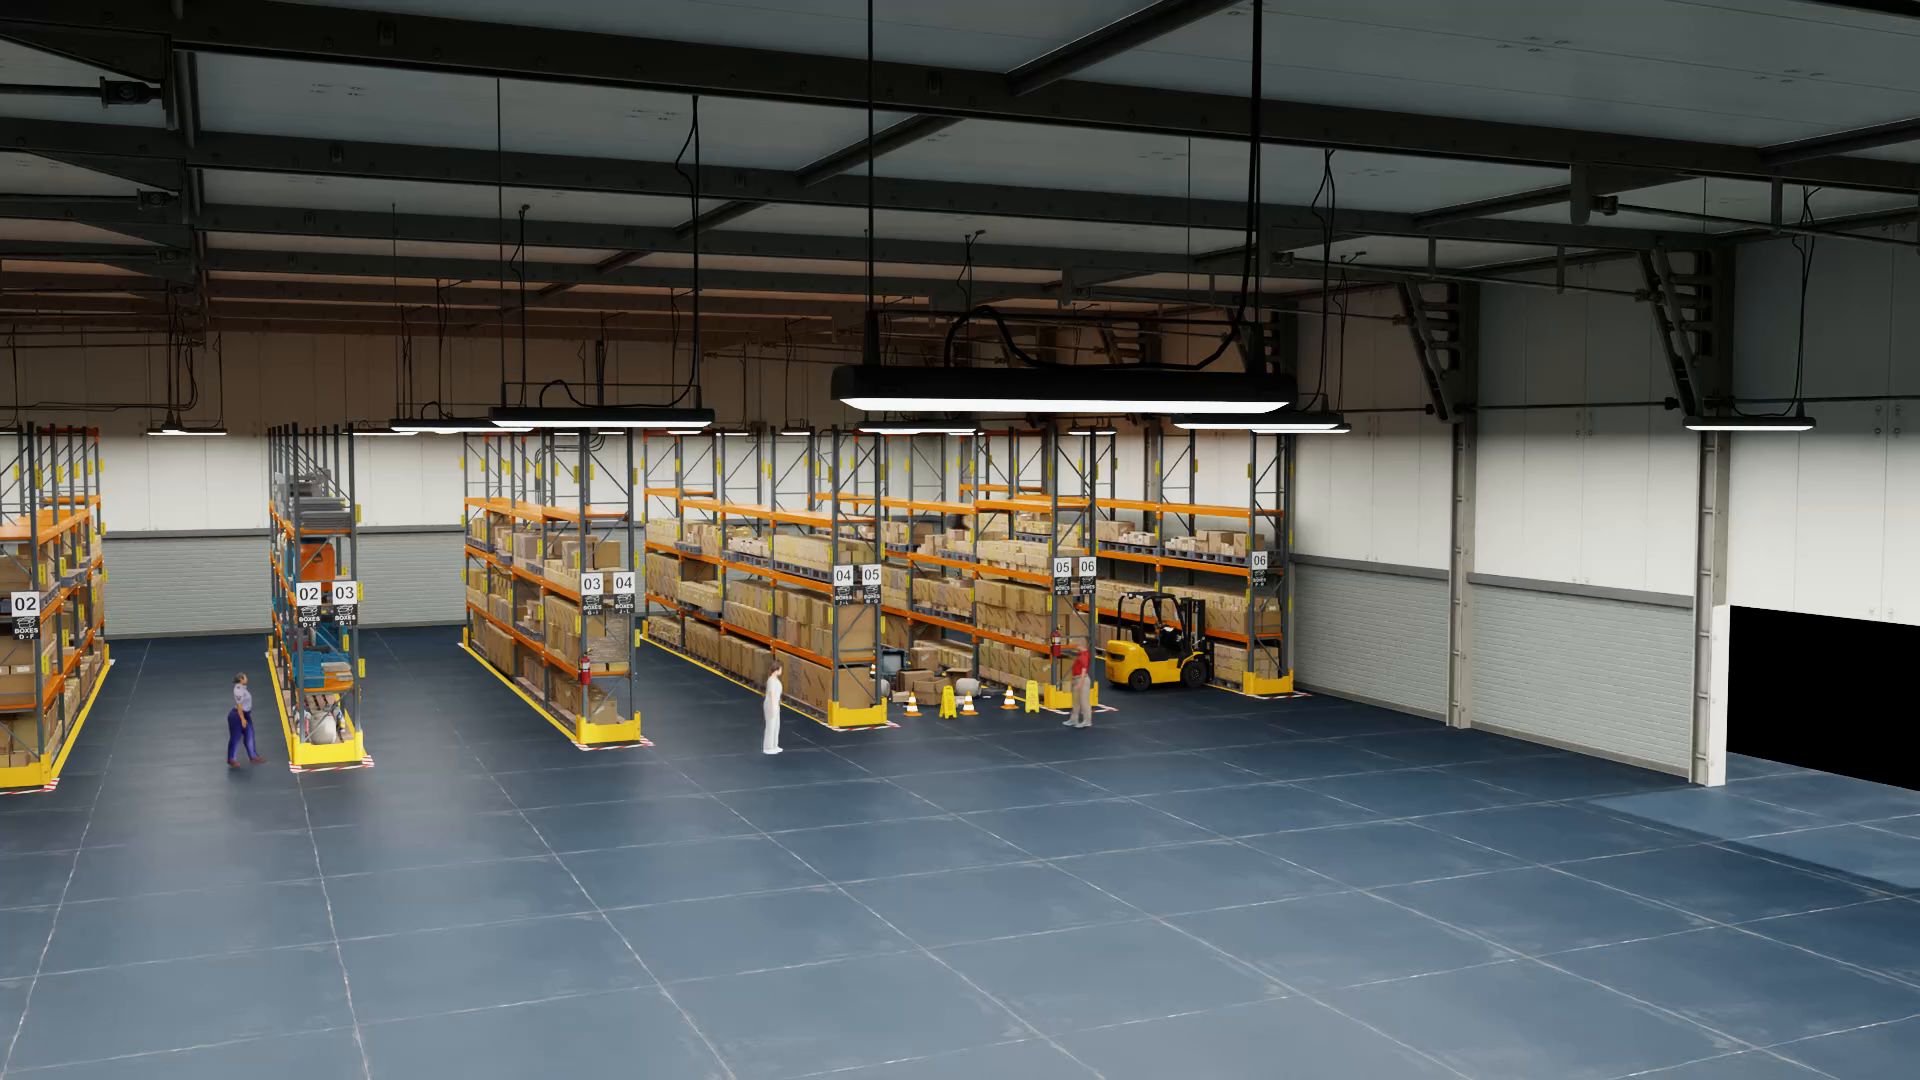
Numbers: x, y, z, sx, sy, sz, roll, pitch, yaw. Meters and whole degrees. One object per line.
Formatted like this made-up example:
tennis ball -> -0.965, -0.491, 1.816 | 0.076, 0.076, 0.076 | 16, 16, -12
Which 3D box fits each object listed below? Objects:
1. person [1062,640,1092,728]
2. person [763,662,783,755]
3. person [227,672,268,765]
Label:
person -> 2.331, 2.843, 33.006 | 0.523, 1.740, 0.600 | -1, 4, -10
person -> -3.406, 3.045, 30.215 | 0.360, 1.683, 0.477 | 0, 3, 4
person -> -12.556, 3.167, 29.159 | 0.623, 1.532, 0.522 | 0, 3, -1
